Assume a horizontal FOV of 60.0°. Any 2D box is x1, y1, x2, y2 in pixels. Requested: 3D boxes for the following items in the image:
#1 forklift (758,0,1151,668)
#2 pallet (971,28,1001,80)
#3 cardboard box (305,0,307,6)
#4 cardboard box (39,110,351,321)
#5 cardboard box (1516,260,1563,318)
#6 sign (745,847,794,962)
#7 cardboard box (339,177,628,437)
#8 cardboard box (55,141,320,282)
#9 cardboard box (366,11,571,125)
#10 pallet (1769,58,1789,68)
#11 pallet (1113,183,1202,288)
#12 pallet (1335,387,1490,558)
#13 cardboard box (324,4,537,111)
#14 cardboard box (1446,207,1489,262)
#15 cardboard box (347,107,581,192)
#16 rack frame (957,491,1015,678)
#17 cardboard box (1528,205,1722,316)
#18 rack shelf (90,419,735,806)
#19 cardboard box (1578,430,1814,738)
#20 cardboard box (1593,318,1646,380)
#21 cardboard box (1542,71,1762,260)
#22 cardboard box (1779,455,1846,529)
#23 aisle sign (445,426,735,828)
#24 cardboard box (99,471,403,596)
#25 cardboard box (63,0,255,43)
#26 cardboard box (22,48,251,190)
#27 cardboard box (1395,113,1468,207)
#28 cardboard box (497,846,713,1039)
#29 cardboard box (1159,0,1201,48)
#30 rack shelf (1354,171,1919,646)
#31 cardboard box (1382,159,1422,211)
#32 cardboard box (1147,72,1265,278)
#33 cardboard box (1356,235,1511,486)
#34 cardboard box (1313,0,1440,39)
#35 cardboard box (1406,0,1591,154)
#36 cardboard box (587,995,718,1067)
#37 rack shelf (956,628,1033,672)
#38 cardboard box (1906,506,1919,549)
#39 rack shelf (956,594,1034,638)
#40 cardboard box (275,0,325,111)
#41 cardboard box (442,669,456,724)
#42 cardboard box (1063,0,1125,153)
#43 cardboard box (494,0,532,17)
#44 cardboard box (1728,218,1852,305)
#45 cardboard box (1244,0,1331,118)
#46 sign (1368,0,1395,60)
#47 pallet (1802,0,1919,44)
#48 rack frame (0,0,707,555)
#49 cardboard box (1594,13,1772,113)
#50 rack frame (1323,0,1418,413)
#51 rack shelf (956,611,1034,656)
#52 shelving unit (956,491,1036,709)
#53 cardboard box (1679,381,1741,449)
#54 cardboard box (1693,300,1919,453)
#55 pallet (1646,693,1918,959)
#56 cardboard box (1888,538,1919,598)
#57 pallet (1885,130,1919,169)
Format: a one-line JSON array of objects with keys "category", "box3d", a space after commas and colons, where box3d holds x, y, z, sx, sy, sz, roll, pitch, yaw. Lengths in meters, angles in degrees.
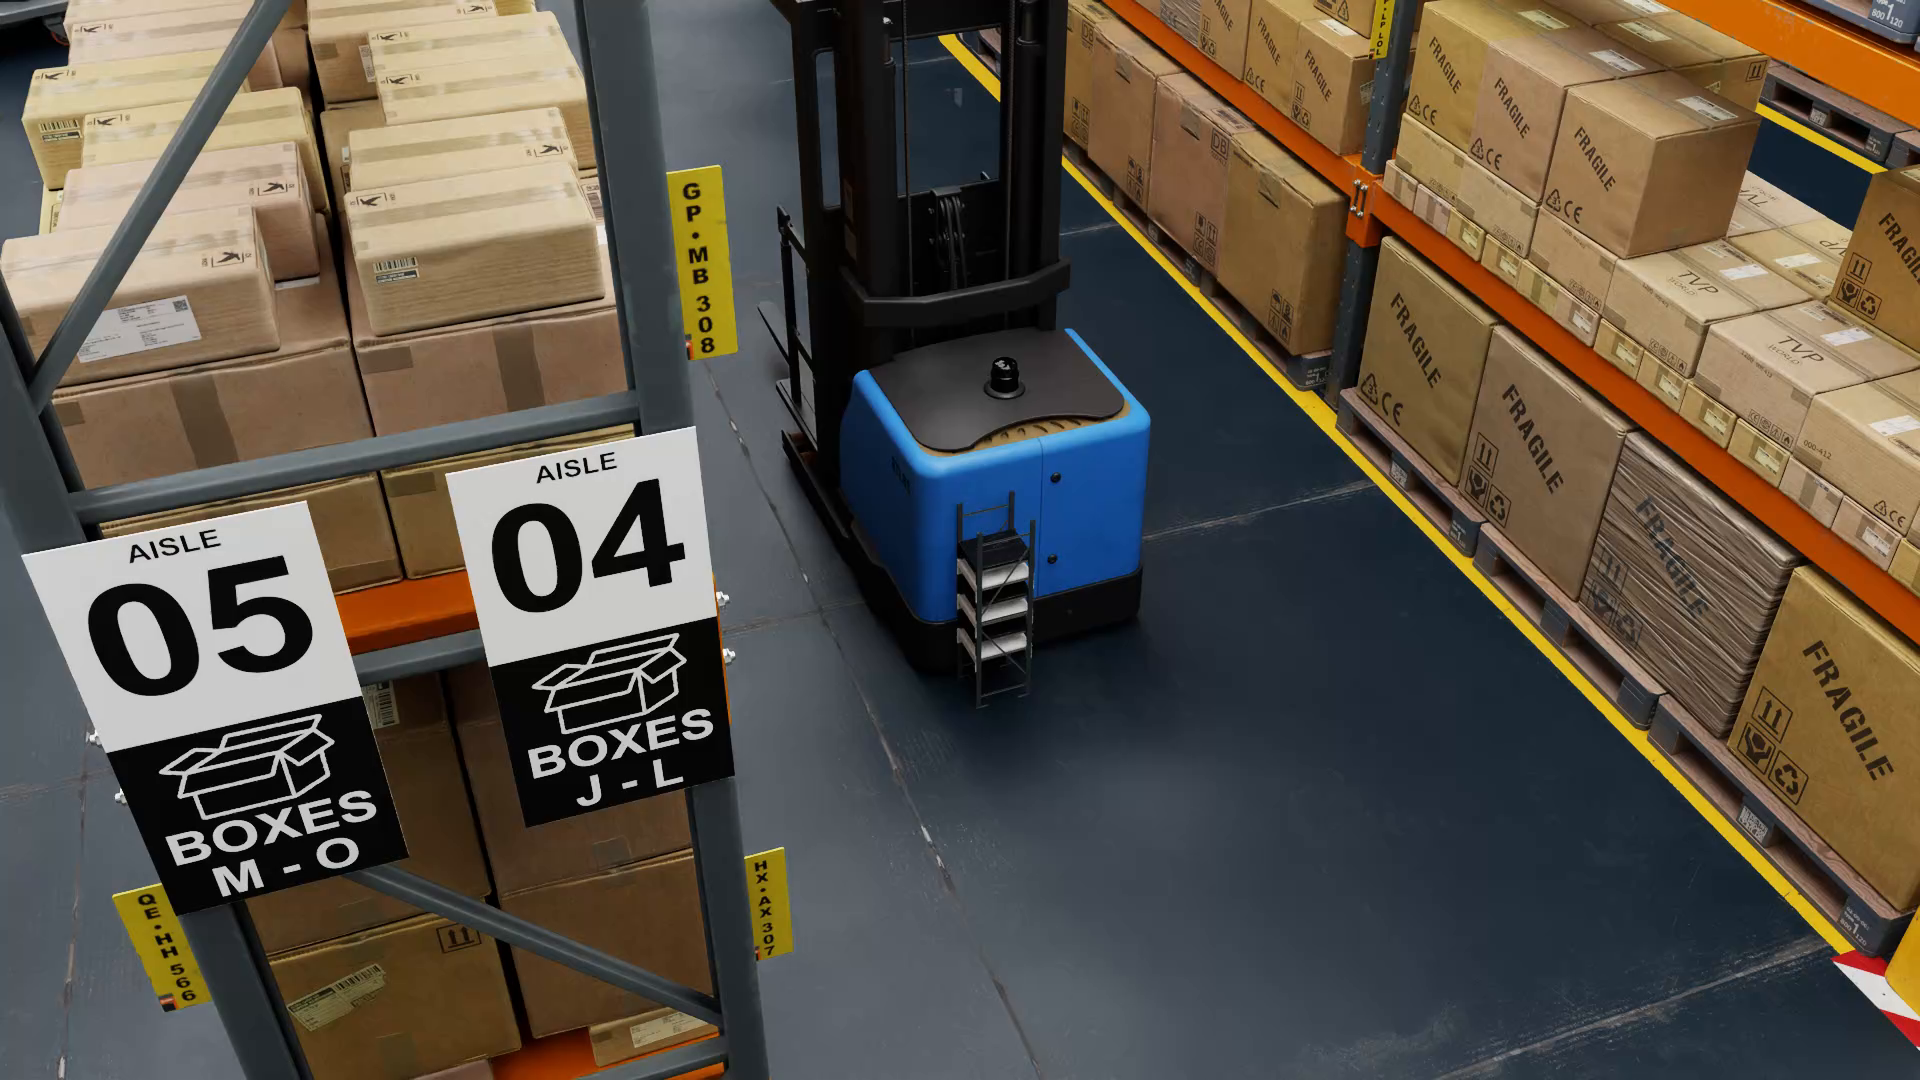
[{"category": "forklift", "box3d": [-0.233, -1.523, 7.336, 1.130, 2.935, 3.031, -13, 39, -17]}, {"category": "pallet", "box3d": [0.752, -3.585, 12.334, 1.003, 0.211, 1.213, -12, 39, -16]}, {"category": "cardboard box", "box3d": [-1.546, -1.568, 4.554, 0.500, 0.250, 0.500, -11, 38, -14]}, {"category": "cardboard box", "box3d": [-1.494, -0.602, 3.272, 0.500, 0.250, 0.500, -13, 39, -17]}, {"category": "cardboard box", "box3d": [2.548, -1.071, 6.888, 0.380, 0.149, 0.250, -13, 39, -17]}, {"category": "sign", "box3d": [-0.410, 0.774, 3.510, 0.100, 0.325, 0.005, -12, 39, -16]}, {"category": "cardboard box", "box3d": [-0.830, -0.413, 3.022, 0.500, 0.250, 0.500, -12, 39, -15]}, {"category": "cardboard box", "box3d": [-1.322, -0.547, 2.868, 0.380, 0.149, 0.250, -12, 39, -15]}, {"category": "cardboard box", "box3d": [-0.995, -0.949, 3.401, 0.380, 0.149, 0.250, -12, 39, -15]}, {"category": "pallet", "box3d": [5.981, -3.732, 12.529, 1.003, 0.211, 1.213, -12, 39, -16]}, {"category": "pallet", "box3d": [1.636, -1.994, 10.222, 1.003, 0.211, 1.213, -12, 39, -16]}, {"category": "pallet", "box3d": [2.585, -0.438, 8.156, 1.003, 0.211, 1.213, -12, 39, -16]}, {"category": "cardboard box", "box3d": [-1.169, -0.990, 3.788, 0.500, 0.250, 0.500, -12, 39, -15]}, {"category": "cardboard box", "box3d": [2.367, -1.364, 7.277, 0.380, 0.149, 0.250, -11, 38, -14]}, {"category": "cardboard box", "box3d": [-0.888, -0.643, 2.995, 0.380, 0.149, 0.250, -11, 38, -14]}, {"category": "rack frame", "box3d": [0.102, 0.194, 6.745, 0.240, 0.900, 0.006, -13, 39, -17]}, {"category": "cardboard box", "box3d": [2.662, -1.163, 6.679, 0.500, 0.250, 0.500, -12, 38, -15]}, {"category": "rack shelf", "box3d": [-1.607, -0.809, 4.435, 1.077, 0.370, 4.000, -12, 39, -16]}, {"category": "cardboard box", "box3d": [3.164, 0.084, 6.562, 0.875, 0.875, 0.875, -12, 39, -16]}, {"category": "cardboard box", "box3d": [2.724, -0.781, 6.502, 0.380, 0.149, 0.250, -14, 39, -17]}, {"category": "cardboard box", "box3d": [2.667, -1.460, 6.449, 0.500, 0.500, 0.500, -14, 39, -17]}, {"category": "cardboard box", "box3d": [3.079, -0.201, 5.732, 0.380, 0.149, 0.250, -12, 39, -15]}, {"category": "aisle sign", "box3d": [-0.612, 0.173, 2.867, 0.394, 0.787, 0.004, -12, 39, -16]}, {"category": "cardboard box", "box3d": [-1.324, -0.108, 3.032, 0.500, 0.250, 0.500, -13, 39, -17]}, {"category": "cardboard box", "box3d": [-1.720, -1.122, 3.631, 0.380, 0.149, 0.250, -12, 39, -15]}, {"category": "cardboard box", "box3d": [-1.584, -0.823, 3.235, 0.380, 0.149, 0.250, -12, 39, -15]}, {"category": "cardboard box", "box3d": [2.312, -1.737, 7.440, 0.500, 0.250, 0.500, -13, 39, -17]}, {"category": "cardboard box", "box3d": [-0.814, 0.762, 3.914, 0.500, 0.500, 0.500, -11, 38, -14]}, {"category": "cardboard box", "box3d": [1.461, -3.104, 9.294, 0.500, 0.500, 0.500, -12, 39, -16]}, {"category": "rack shelf", "box3d": [3.085, -0.580, 6.625, 1.077, 0.370, 4.000, -12, 39, -16]}, {"category": "cardboard box", "box3d": [2.186, -1.661, 7.671, 0.380, 0.149, 0.250, -12, 39, -16]}, {"category": "cardboard box", "box3d": [1.849, -2.179, 9.566, 1.225, 0.875, 0.875, -14, 39, -18]}, {"category": "cardboard box", "box3d": [2.548, -0.927, 7.905, 0.875, 0.875, 0.875, -12, 39, -16]}, {"category": "cardboard box", "box3d": [2.169, -2.797, 8.054, 0.797, 0.503, 0.637, -13, 39, -17]}, {"category": "cardboard box", "box3d": [2.321, -2.032, 7.209, 0.500, 0.500, 0.500, -12, 39, -16]}, {"category": "cardboard box", "box3d": [-0.723, 1.081, 4.030, 0.380, 0.149, 0.250, -13, 39, -16]}, {"category": "rack shelf", "box3d": [0.140, 0.421, 6.798, 0.258, 0.077, 0.200, -13, 39, -17]}, {"category": "cardboard box", "box3d": [3.357, -0.016, 5.155, 0.500, 0.250, 0.500, -13, 39, -17]}, {"category": "rack shelf", "box3d": [0.140, 0.277, 6.690, 0.258, 0.077, 0.200, -13, 39, -17]}, {"category": "cardboard box", "box3d": [-1.830, -1.180, 4.039, 0.500, 0.250, 0.500, -14, 39, -18]}, {"category": "cardboard box", "box3d": [-1.484, 0.181, 3.856, 0.500, 0.500, 0.500, -14, 39, -17]}, {"category": "cardboard box", "box3d": [1.238, -3.182, 10.898, 1.225, 0.875, 0.875, -14, 39, -18]}, {"category": "cardboard box", "box3d": [-1.185, -1.241, 3.790, 0.380, 0.149, 0.250, -11, 38, -15]}, {"category": "cardboard box", "box3d": [3.322, -0.994, 6.454, 0.500, 0.250, 0.500, -13, 39, -17]}, {"category": "cardboard box", "box3d": [1.815, -2.526, 8.527, 0.500, 0.500, 0.500, -11, 38, -15]}, {"category": "sign", "box3d": [1.890, -2.311, 7.428, 0.100, 0.325, 0.005, -12, 39, -16]}, {"category": "pallet", "box3d": [3.084, -2.008, 5.503, 1.003, 0.211, 1.213, -12, 39, -16]}, {"category": "rack frame", "box3d": [-0.919, -1.164, 1.816, 1.000, 3.000, 0.127, -12, 39, -16]}, {"category": "cardboard box", "box3d": [2.974, -1.868, 6.991, 0.500, 0.500, 0.500, -12, 39, -15]}, {"category": "rack frame", "box3d": [2.396, -1.998, 7.909, 1.000, 3.000, 0.127, -12, 39, -16]}, {"category": "rack shelf", "box3d": [0.140, 0.349, 6.744, 0.258, 0.077, 0.200, -13, 39, -17]}, {"category": "shelving unit", "box3d": [0.140, 0.250, 6.670, 0.258, 0.900, 0.210, -13, 39, -17]}, {"category": "cardboard box", "box3d": [2.898, -0.494, 6.121, 0.380, 0.149, 0.250, -12, 39, -16]}, {"category": "cardboard box", "box3d": [3.007, -0.590, 5.917, 0.500, 0.250, 0.500, -14, 39, -17]}, {"category": "pallet", "box3d": [3.424, 0.940, 6.326, 1.003, 0.211, 1.213, -12, 39, -16]}, {"category": "cardboard box", "box3d": [3.250, 0.083, 5.356, 0.380, 0.149, 0.250, -12, 39, -15]}, {"category": "pallet", "box3d": [6.820, -2.354, 10.699, 1.003, 0.211, 1.213, -12, 39, -16]}]
